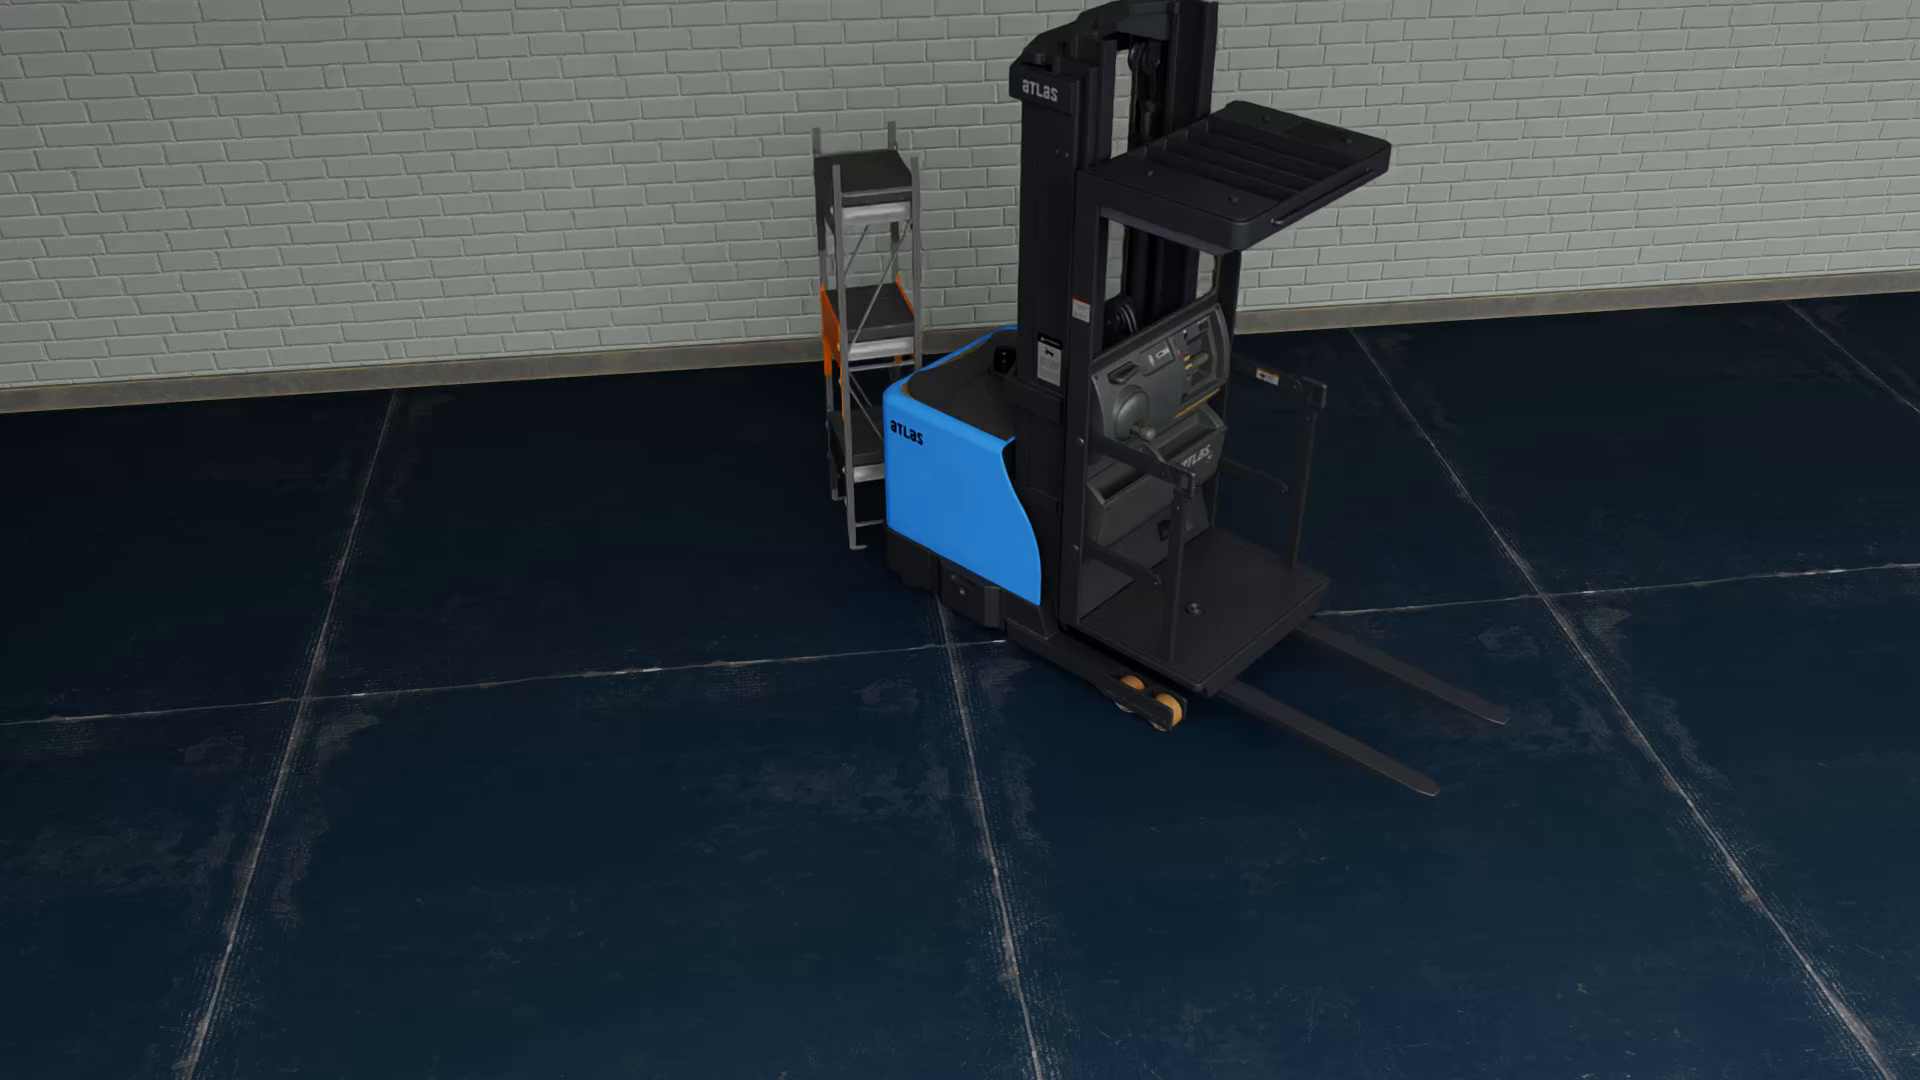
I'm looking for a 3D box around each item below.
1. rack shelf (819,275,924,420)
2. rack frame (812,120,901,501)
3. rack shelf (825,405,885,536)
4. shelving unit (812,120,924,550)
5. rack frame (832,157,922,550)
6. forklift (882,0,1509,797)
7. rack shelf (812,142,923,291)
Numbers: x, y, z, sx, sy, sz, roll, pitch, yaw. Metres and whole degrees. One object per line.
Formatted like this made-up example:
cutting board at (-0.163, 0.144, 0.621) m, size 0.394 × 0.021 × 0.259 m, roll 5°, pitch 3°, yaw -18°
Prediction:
rack shelf at (-0.444, -0.970, 8.333) m, size 0.431 × 0.518 × 0.480 m, roll -8°, pitch 35°, yaw -12°
rack frame at (-0.505, -1.114, 8.521) m, size 0.400 × 2.100 × 0.015 m, roll -8°, pitch 35°, yaw -12°
rack shelf at (-0.444, -0.392, 8.728) m, size 0.431 × 0.518 × 0.480 m, roll -8°, pitch 35°, yaw -12°
shelving unit at (-0.444, -0.981, 8.326) m, size 0.431 × 2.100 × 0.503 m, roll -8°, pitch 35°, yaw -12°
rack frame at (-0.383, -0.848, 8.131) m, size 0.400 × 2.100 × 0.015 m, roll -8°, pitch 35°, yaw -12°
forklift at (1.043, -0.688, 7.157) m, size 3.031 × 2.935 × 1.130 m, roll 27°, pitch 43°, yaw 34°
rack shelf at (-0.444, -1.549, 7.939) m, size 0.431 × 0.518 × 0.480 m, roll -8°, pitch 35°, yaw -12°
